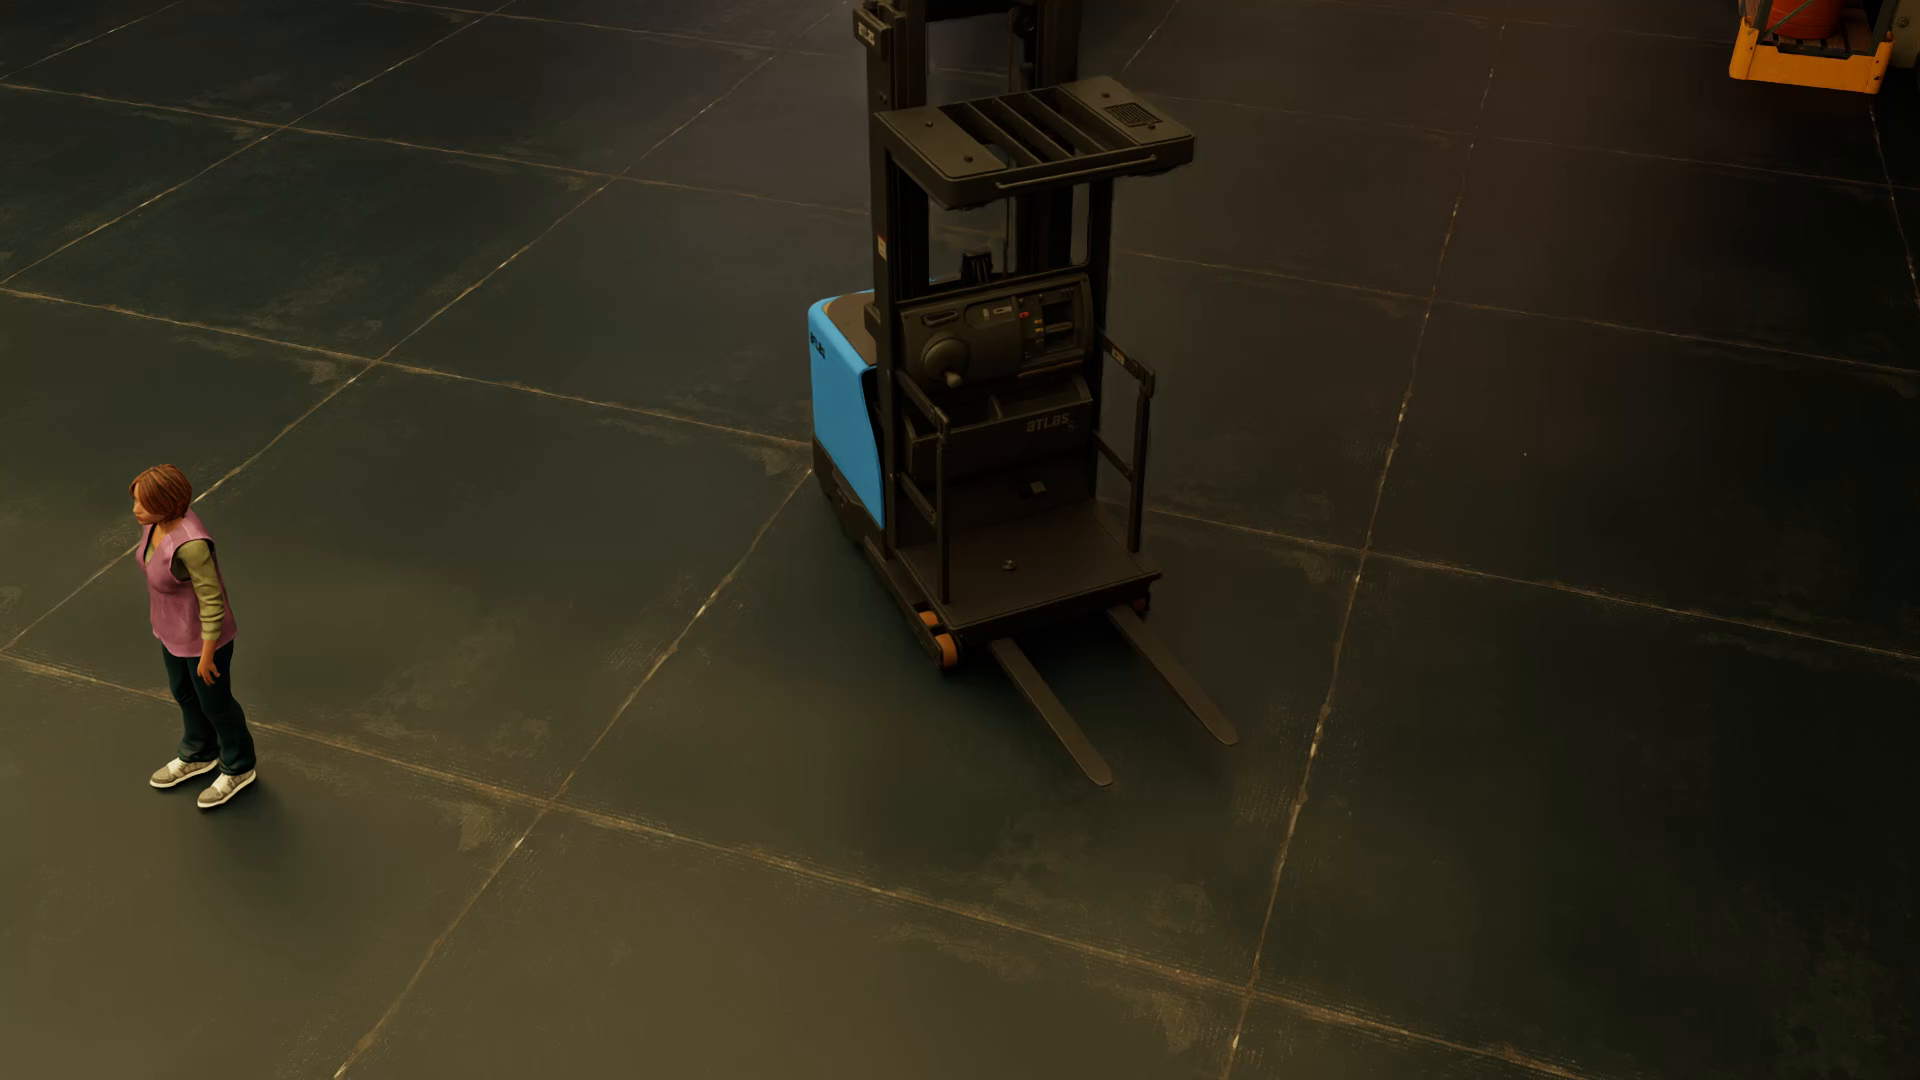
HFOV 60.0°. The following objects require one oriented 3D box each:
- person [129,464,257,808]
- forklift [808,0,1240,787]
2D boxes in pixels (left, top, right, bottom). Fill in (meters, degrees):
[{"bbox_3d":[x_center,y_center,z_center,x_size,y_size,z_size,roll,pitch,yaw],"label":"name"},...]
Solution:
[{"bbox_3d":[-3.146,0.411,6.674,0.470,1.600,0.515,-28,44,-34],"label":"person"},{"bbox_3d":[0.267,-0.878,7.349,1.130,2.935,3.031,-14,38,-19],"label":"forklift"}]
